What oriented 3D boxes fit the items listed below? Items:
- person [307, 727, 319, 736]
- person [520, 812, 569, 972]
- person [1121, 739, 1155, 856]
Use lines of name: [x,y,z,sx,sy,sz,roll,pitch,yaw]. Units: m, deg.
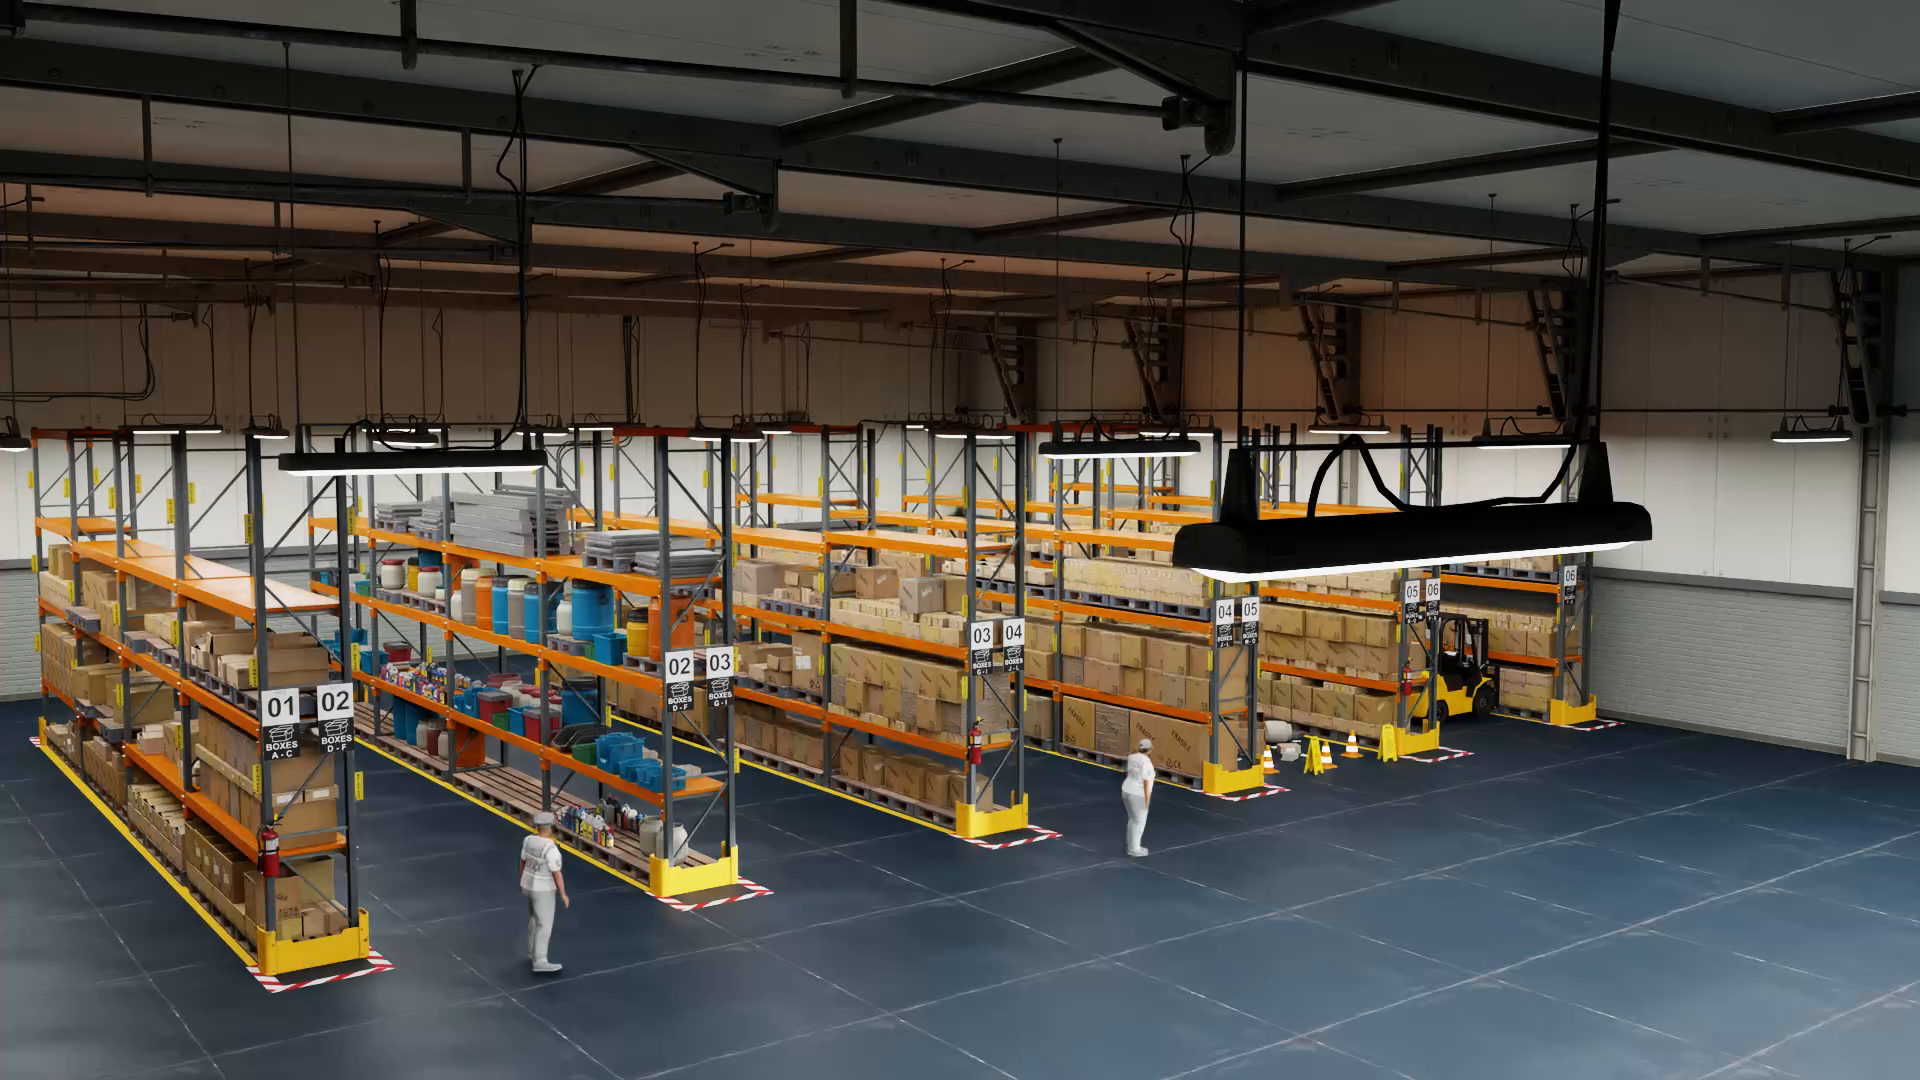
person: [-10.481,3.411,27.171,0.459,1.624,0.497,0,4,-4]
person: [-4.760,3.994,18.878,0.460,1.819,0.693,-4,6,-43]
person: [2.562,3.654,23.661,0.476,1.670,0.510,-2,5,-25]
